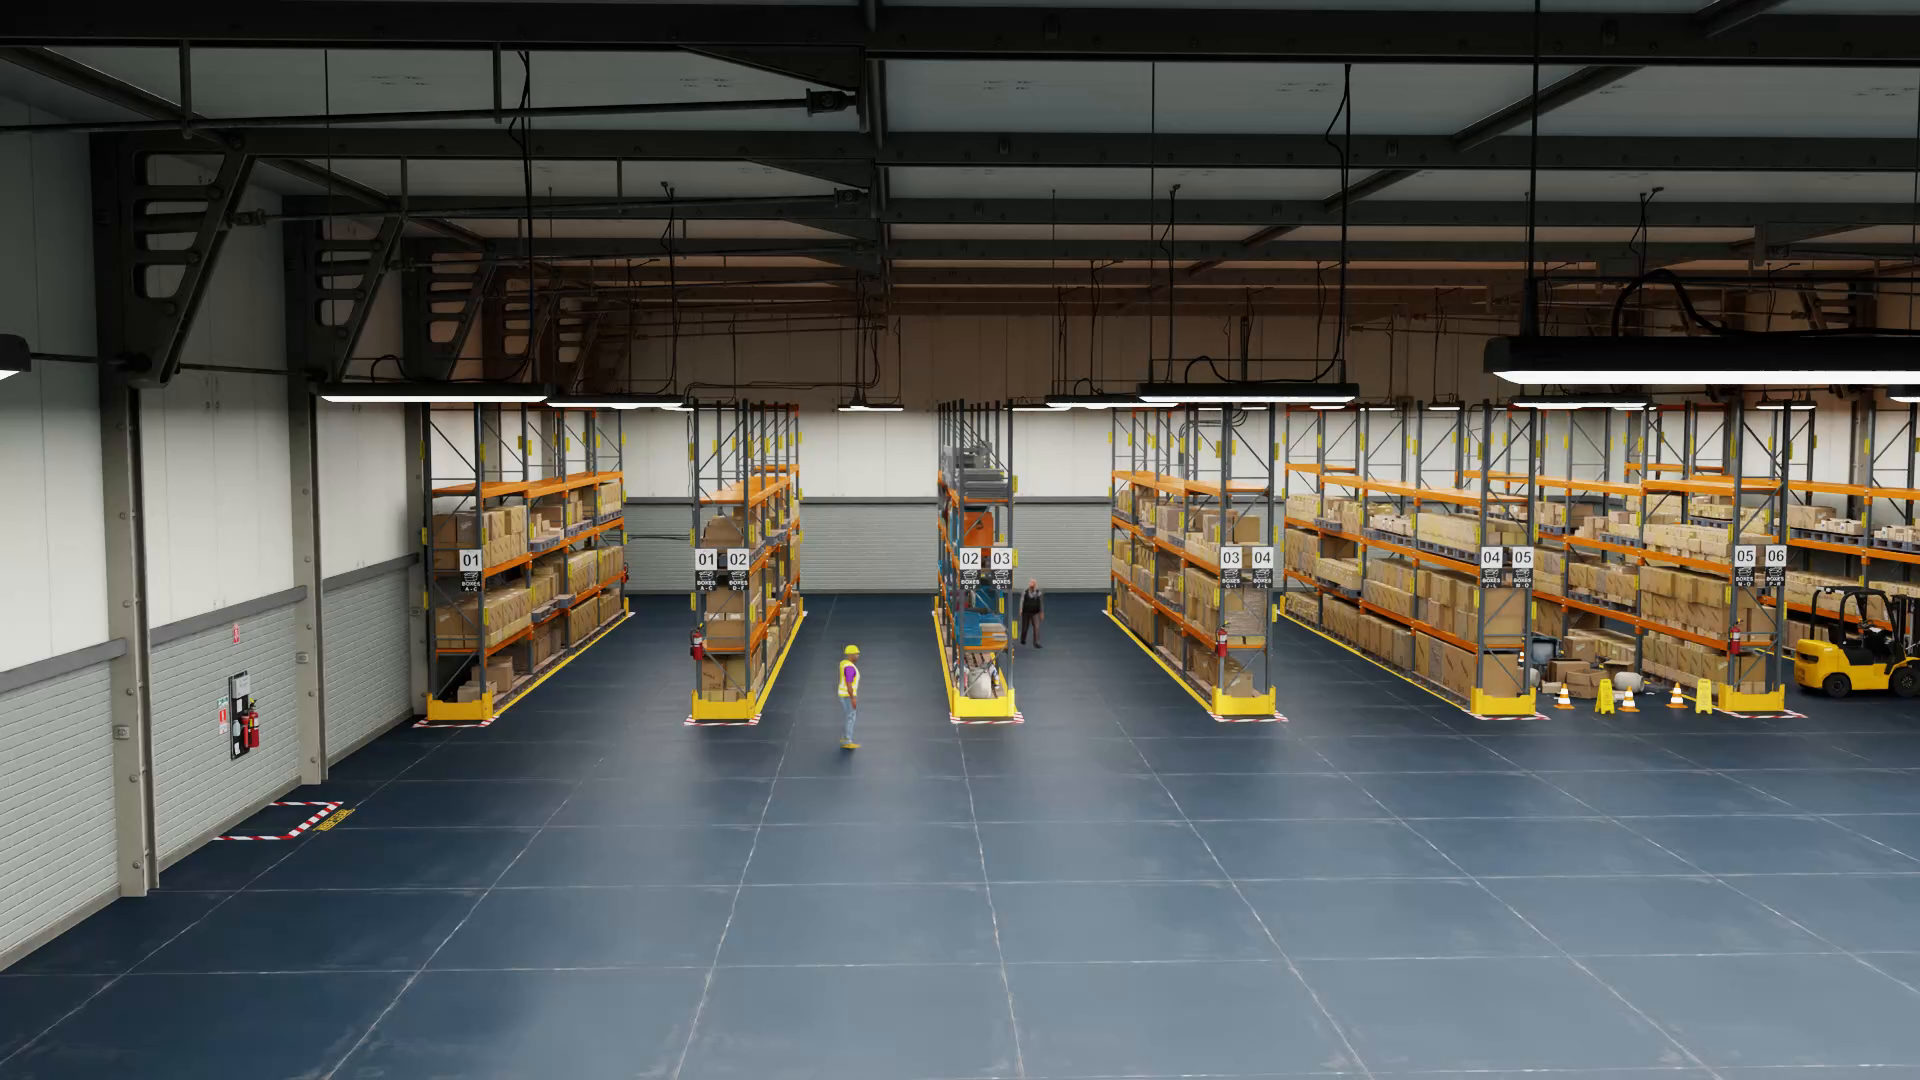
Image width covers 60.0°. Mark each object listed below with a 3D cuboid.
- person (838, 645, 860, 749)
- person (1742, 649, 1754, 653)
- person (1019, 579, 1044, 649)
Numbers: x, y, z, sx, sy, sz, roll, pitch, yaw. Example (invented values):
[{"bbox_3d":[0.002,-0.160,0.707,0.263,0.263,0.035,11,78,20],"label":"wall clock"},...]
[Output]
[{"bbox_3d":[-1.893,2.714,28.553,0.403,1.829,0.665,-1,4,-10],"label":"person"},{"bbox_3d":[17.128,2.082,36.501,0.637,1.730,0.937,-4,6,-40],"label":"person"},{"bbox_3d":[1.733,1.792,40.466,0.665,1.670,1.017,-1,4,-11],"label":"person"}]
